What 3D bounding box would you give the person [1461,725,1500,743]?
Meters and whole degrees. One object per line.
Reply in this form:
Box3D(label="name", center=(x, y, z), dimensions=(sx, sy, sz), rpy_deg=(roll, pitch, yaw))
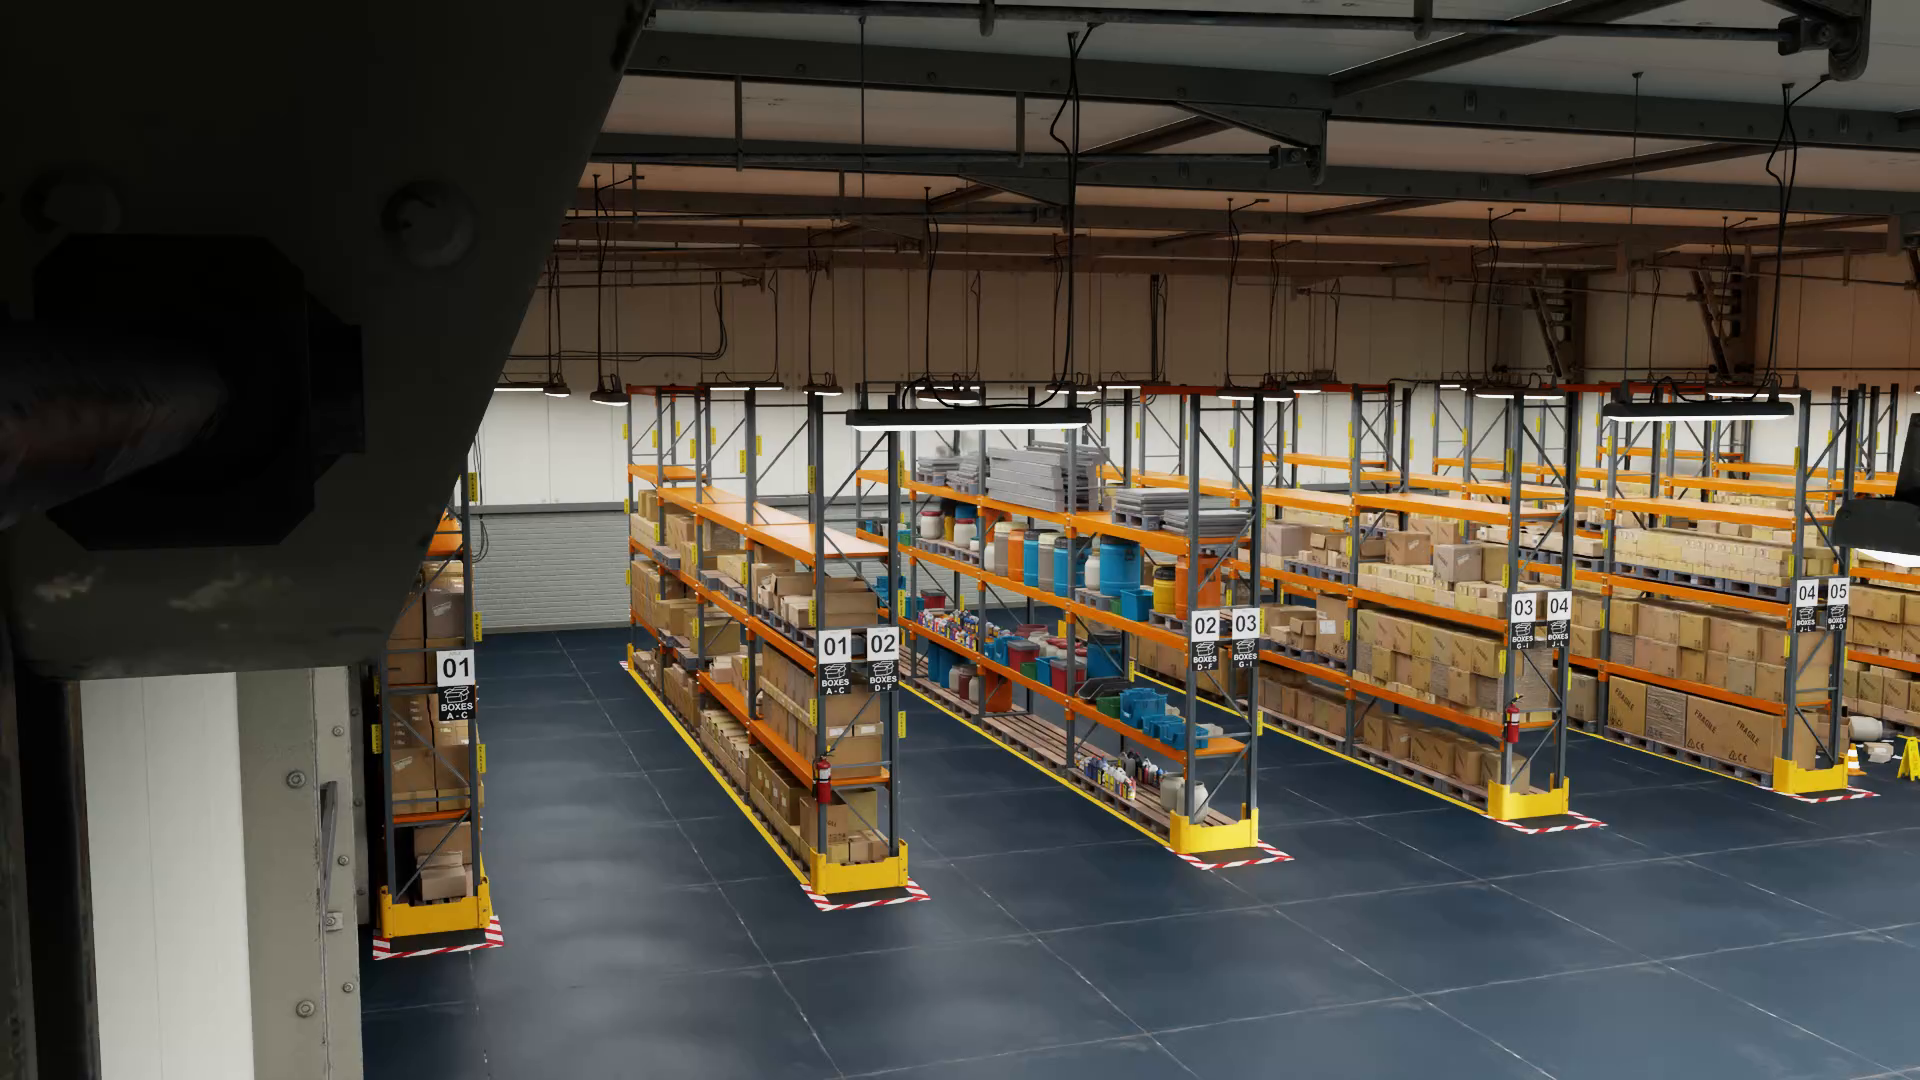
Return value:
Box3D(label="person", center=(8.940, 2.584, 28.384), dimensions=(0.619, 1.676, 0.931), rpy_deg=(-3, 7, -30))
